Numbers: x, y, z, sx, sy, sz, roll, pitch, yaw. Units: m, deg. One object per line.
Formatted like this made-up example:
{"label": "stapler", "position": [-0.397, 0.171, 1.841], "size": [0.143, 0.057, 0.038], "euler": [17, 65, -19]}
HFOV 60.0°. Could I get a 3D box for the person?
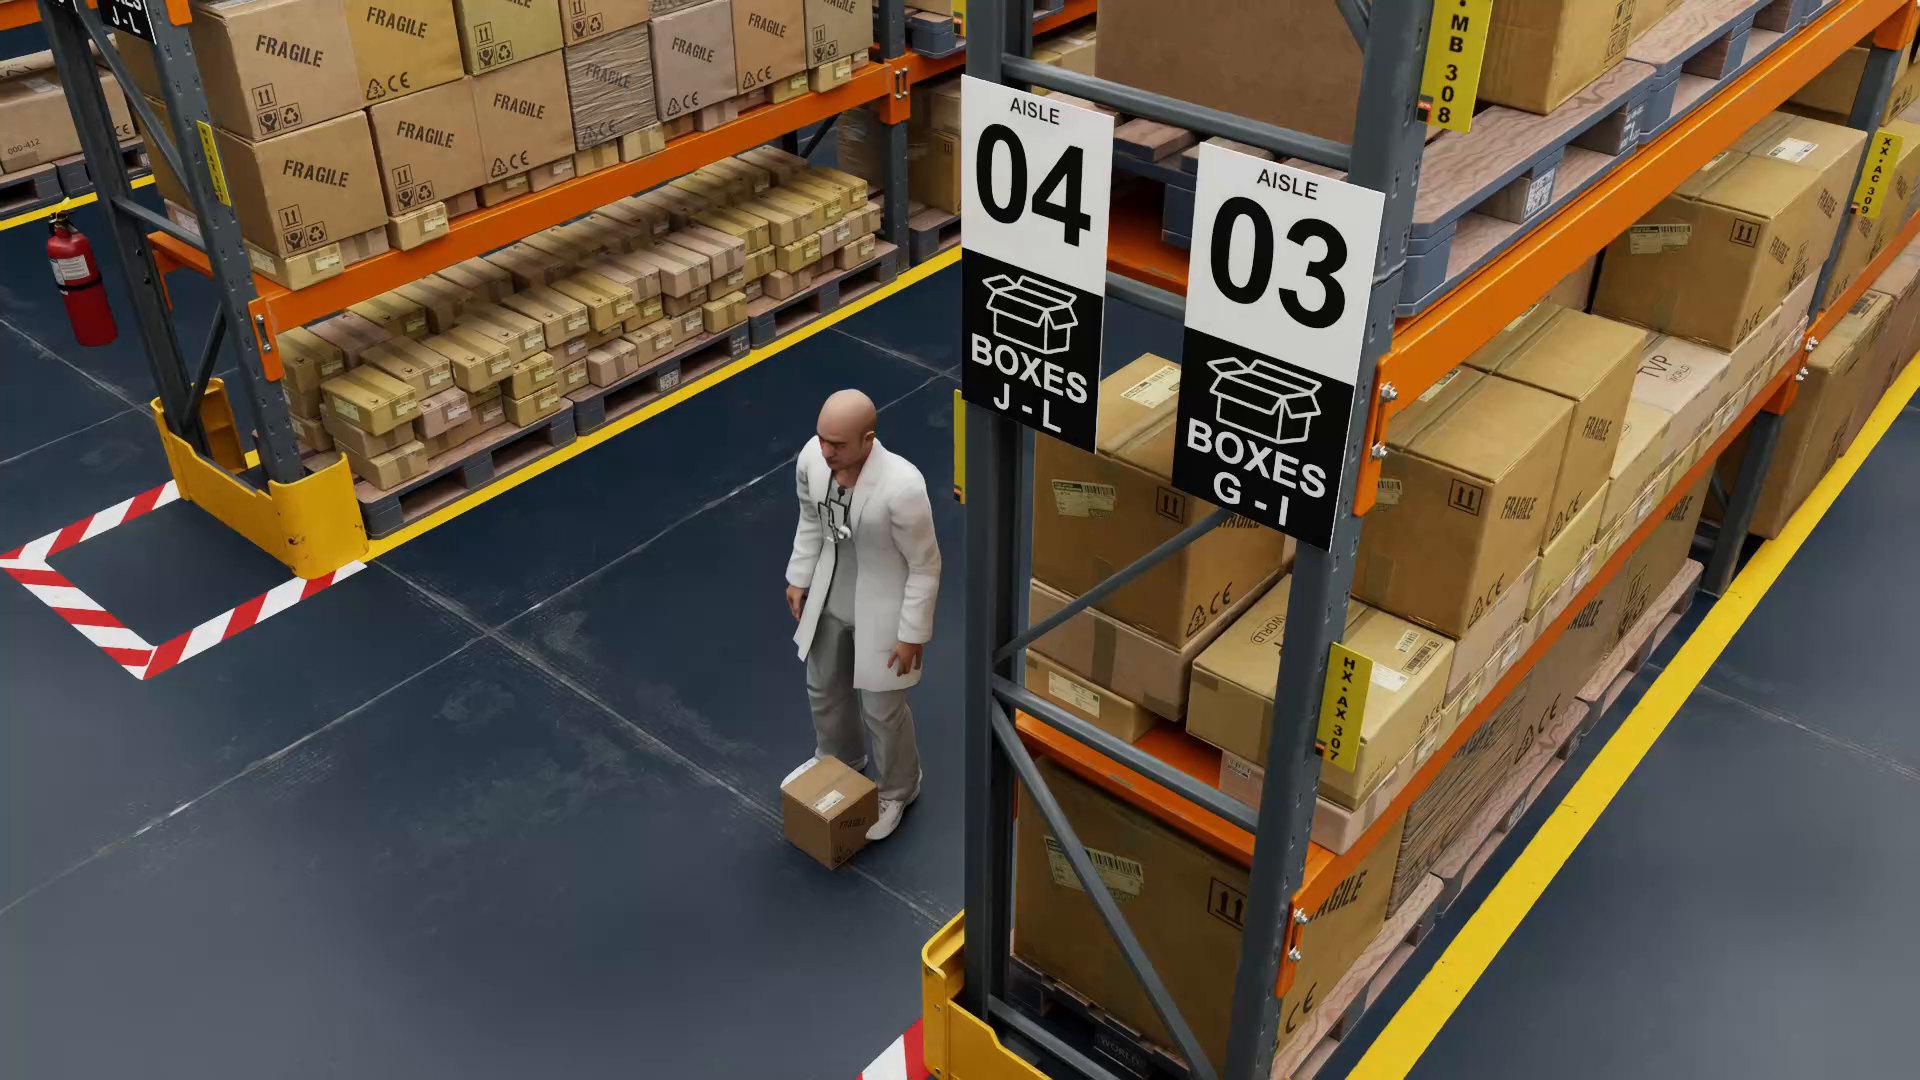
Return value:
{"label": "person", "position": [-0.349, 0.240, 5.809], "size": [0.644, 1.774, 0.427], "euler": [25, 42, 31]}
